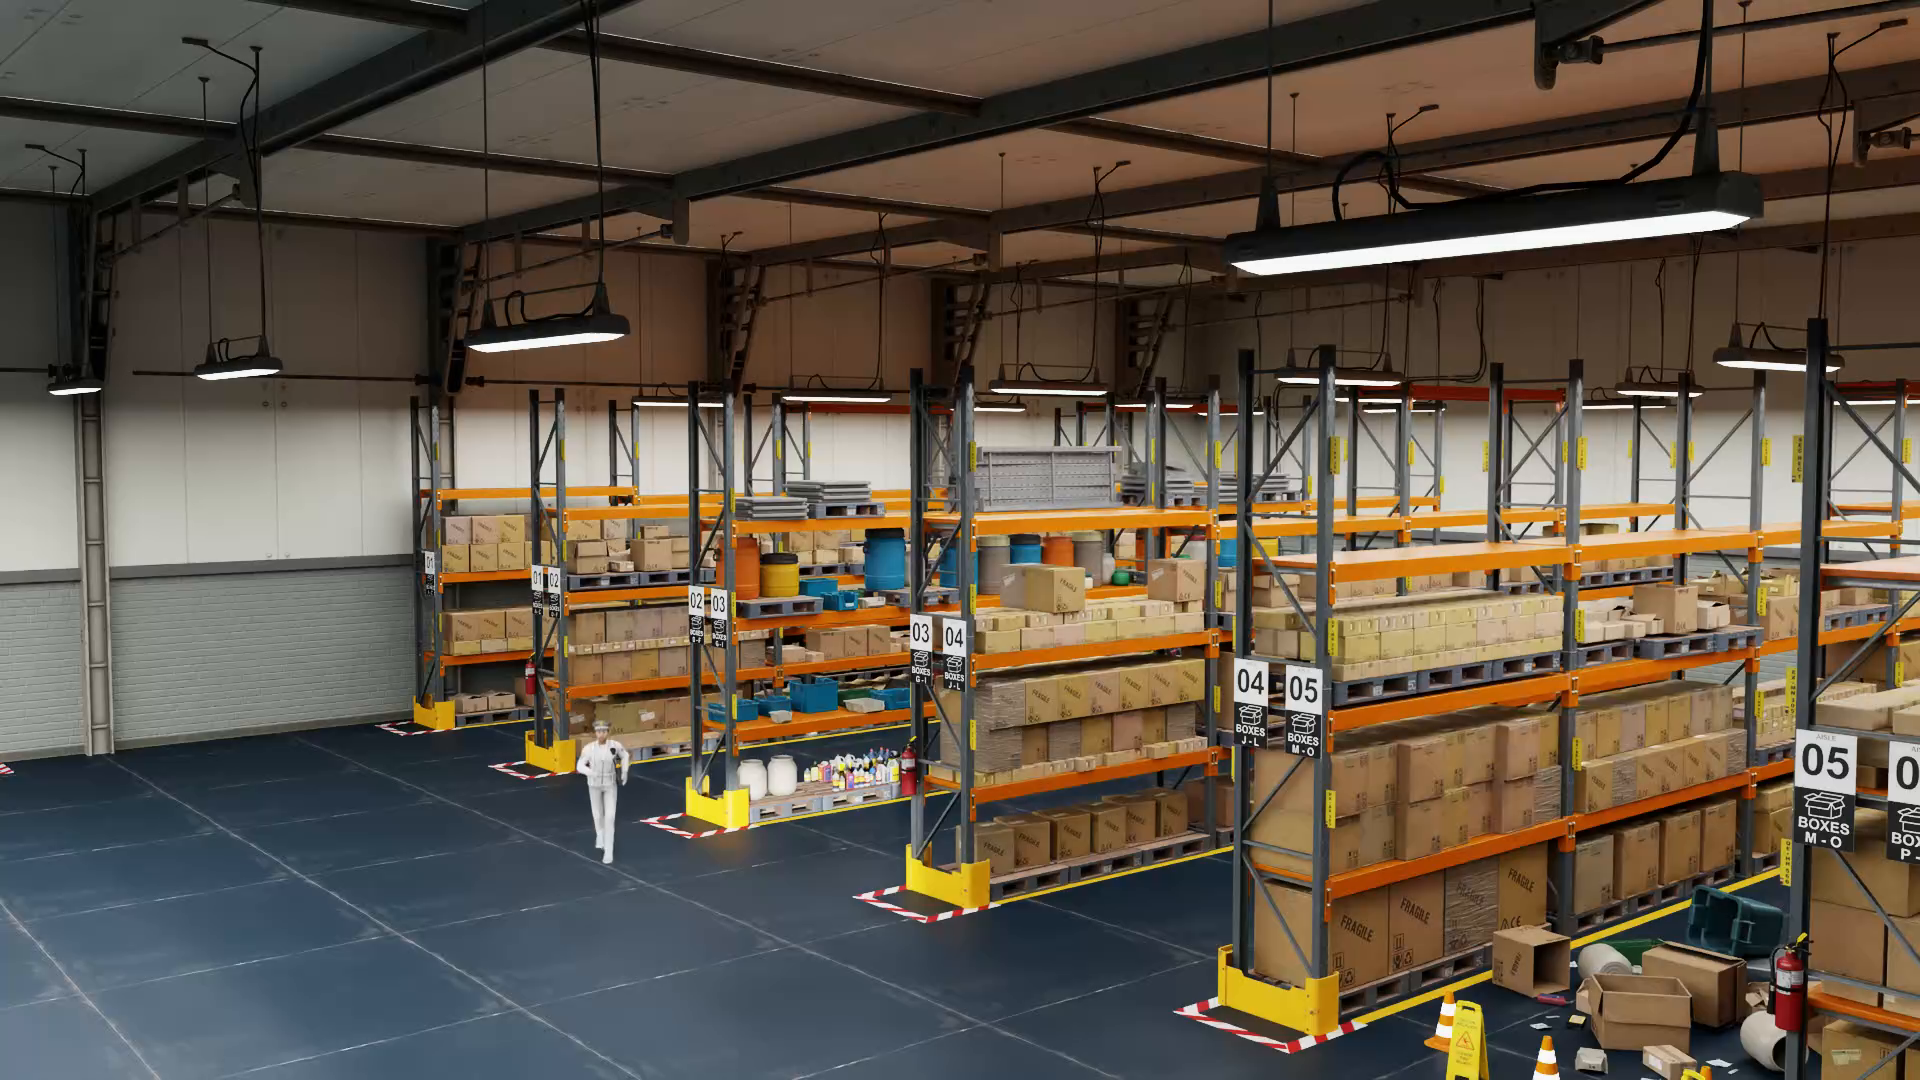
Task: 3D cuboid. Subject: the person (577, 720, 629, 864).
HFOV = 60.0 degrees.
[{"bbox_3d":[-4.438,3.076,20.685,0.627,1.714,0.898,-1,3,-9],"label":"person"}]
